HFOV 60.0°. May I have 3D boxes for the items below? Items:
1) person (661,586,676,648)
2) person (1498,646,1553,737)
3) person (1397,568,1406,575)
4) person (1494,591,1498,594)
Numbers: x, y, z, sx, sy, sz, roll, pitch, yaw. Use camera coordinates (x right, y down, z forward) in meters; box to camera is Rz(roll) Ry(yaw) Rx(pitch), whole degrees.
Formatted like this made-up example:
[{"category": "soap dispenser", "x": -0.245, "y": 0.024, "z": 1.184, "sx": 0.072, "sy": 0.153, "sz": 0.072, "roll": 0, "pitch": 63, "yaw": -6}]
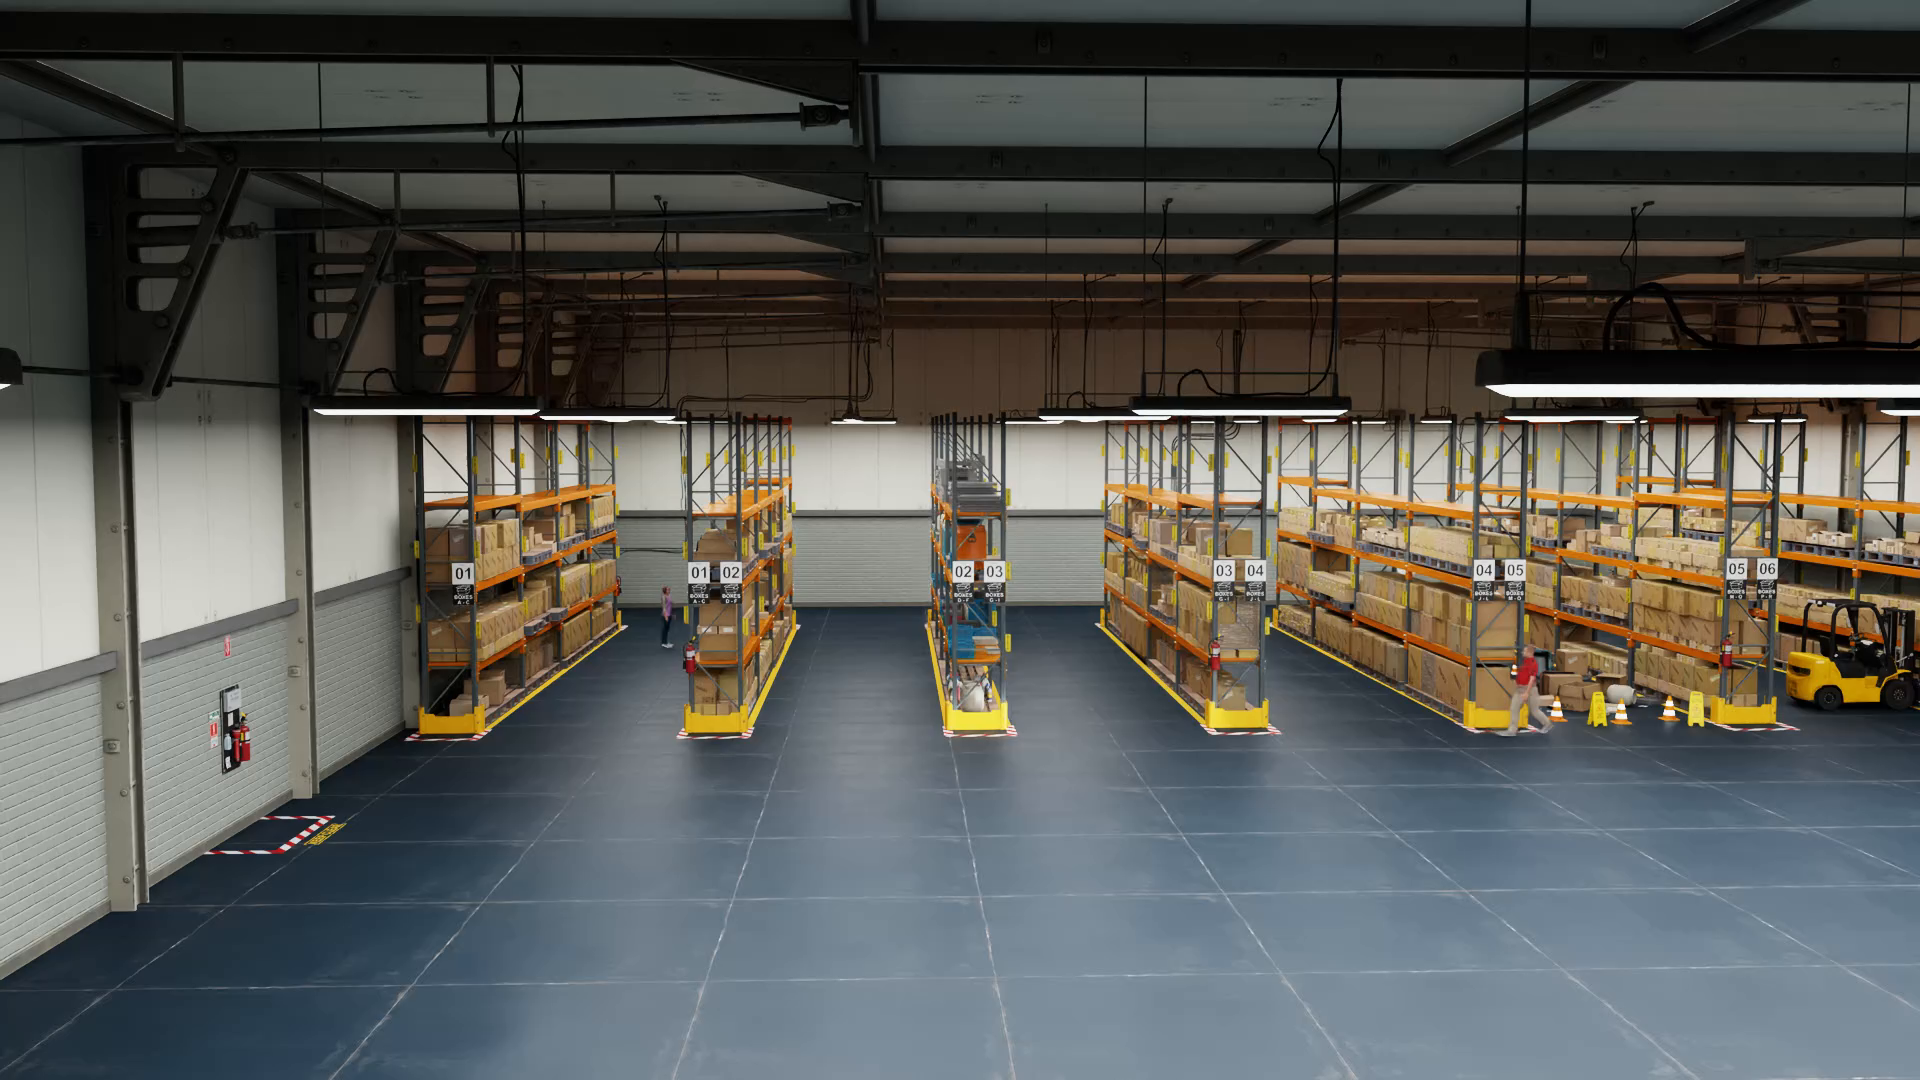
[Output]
[{"category": "person", "x": -7.602, "y": 1.997, "z": 43.279, "sx": 0.373, "sy": 1.622, "sz": 0.445, "roll": 0, "pitch": 4, "yaw": 4}, {"category": "person", "x": 10.465, "y": 2.790, "z": 30.639, "sx": 1.000, "sy": 1.690, "sz": 0.509, "roll": -2, "pitch": 4, "yaw": -26}, {"category": "person", "x": 13.665, "y": 1.337, "z": 51.664, "sx": 0.875, "sy": 1.726, "sz": 0.678, "roll": -2, "pitch": 5, "yaw": -31}, {"category": "person", "x": 12.705, "y": 2.119, "z": 39.766, "sx": 0.613, "sy": 1.822, "sz": 0.542, "roll": -1, "pitch": 4, "yaw": -12}]
